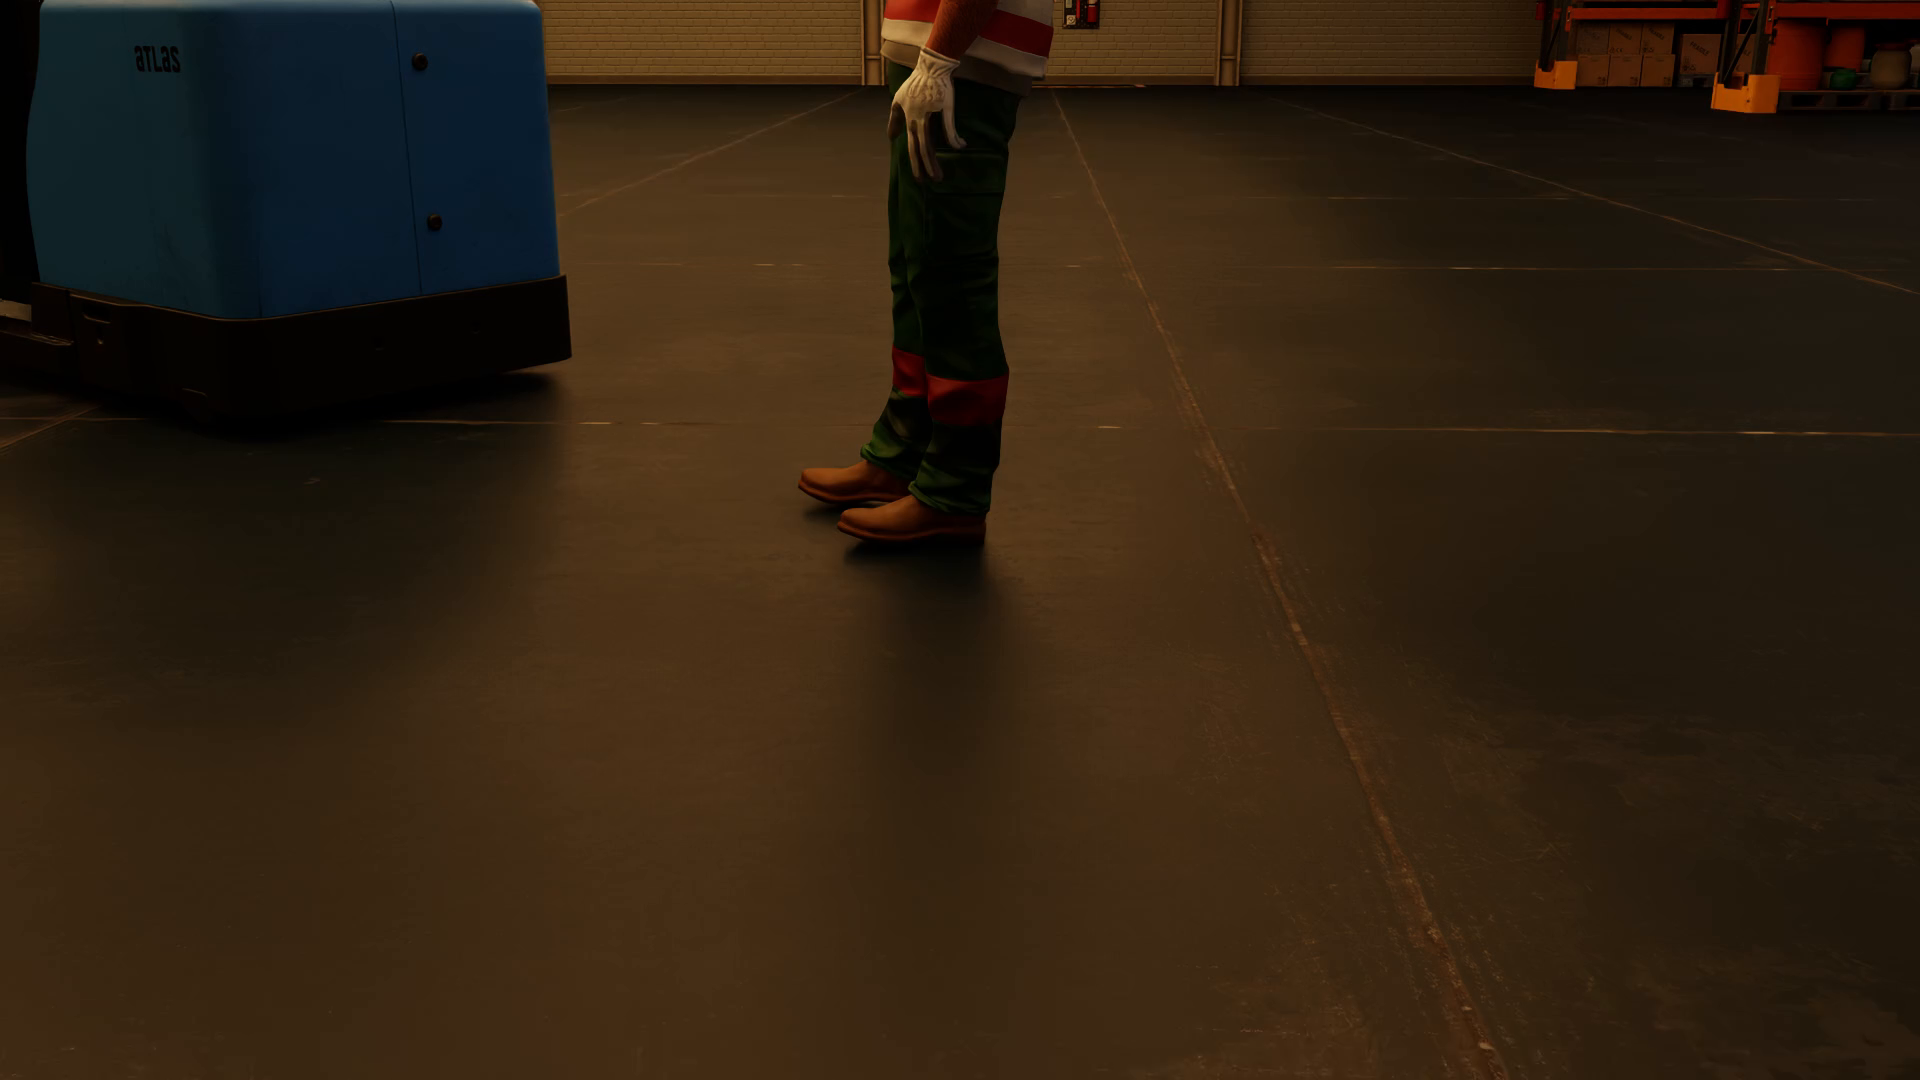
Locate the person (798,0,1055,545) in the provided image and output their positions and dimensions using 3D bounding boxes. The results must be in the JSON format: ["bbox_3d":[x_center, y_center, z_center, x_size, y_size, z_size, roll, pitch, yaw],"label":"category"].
[{"bbox_3d":[-0.080,-0.865,3.117,0.562,1.789,0.638,1,17,2],"label":"person"}]

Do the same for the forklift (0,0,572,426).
[{"bbox_3d":[-2.602,-2.023,4.945,3.031,2.935,1.130,13,22,36],"label":"forklift"}]
